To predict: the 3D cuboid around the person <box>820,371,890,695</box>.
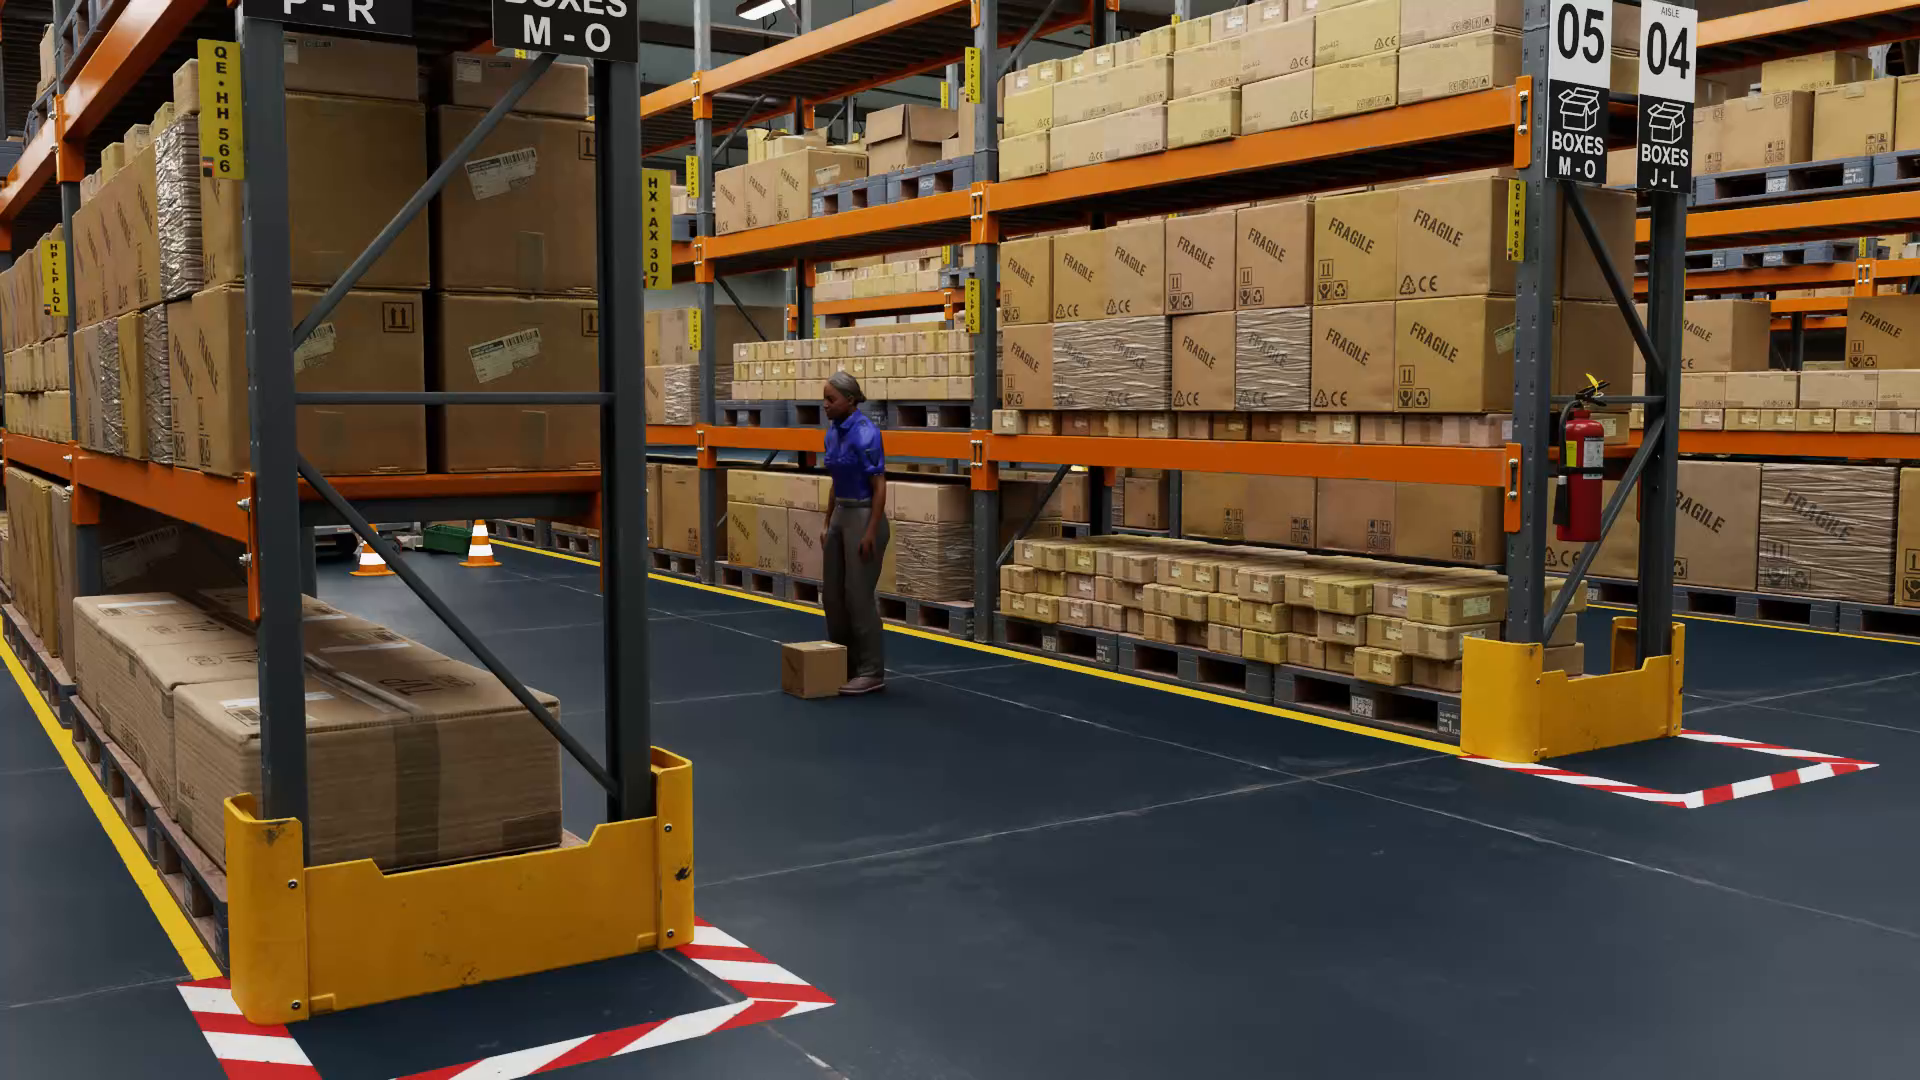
[{"bbox_3d":[-0.567,-0.045,8.643,0.352,1.654,0.512,-3,6,-34],"label":"person"}]
